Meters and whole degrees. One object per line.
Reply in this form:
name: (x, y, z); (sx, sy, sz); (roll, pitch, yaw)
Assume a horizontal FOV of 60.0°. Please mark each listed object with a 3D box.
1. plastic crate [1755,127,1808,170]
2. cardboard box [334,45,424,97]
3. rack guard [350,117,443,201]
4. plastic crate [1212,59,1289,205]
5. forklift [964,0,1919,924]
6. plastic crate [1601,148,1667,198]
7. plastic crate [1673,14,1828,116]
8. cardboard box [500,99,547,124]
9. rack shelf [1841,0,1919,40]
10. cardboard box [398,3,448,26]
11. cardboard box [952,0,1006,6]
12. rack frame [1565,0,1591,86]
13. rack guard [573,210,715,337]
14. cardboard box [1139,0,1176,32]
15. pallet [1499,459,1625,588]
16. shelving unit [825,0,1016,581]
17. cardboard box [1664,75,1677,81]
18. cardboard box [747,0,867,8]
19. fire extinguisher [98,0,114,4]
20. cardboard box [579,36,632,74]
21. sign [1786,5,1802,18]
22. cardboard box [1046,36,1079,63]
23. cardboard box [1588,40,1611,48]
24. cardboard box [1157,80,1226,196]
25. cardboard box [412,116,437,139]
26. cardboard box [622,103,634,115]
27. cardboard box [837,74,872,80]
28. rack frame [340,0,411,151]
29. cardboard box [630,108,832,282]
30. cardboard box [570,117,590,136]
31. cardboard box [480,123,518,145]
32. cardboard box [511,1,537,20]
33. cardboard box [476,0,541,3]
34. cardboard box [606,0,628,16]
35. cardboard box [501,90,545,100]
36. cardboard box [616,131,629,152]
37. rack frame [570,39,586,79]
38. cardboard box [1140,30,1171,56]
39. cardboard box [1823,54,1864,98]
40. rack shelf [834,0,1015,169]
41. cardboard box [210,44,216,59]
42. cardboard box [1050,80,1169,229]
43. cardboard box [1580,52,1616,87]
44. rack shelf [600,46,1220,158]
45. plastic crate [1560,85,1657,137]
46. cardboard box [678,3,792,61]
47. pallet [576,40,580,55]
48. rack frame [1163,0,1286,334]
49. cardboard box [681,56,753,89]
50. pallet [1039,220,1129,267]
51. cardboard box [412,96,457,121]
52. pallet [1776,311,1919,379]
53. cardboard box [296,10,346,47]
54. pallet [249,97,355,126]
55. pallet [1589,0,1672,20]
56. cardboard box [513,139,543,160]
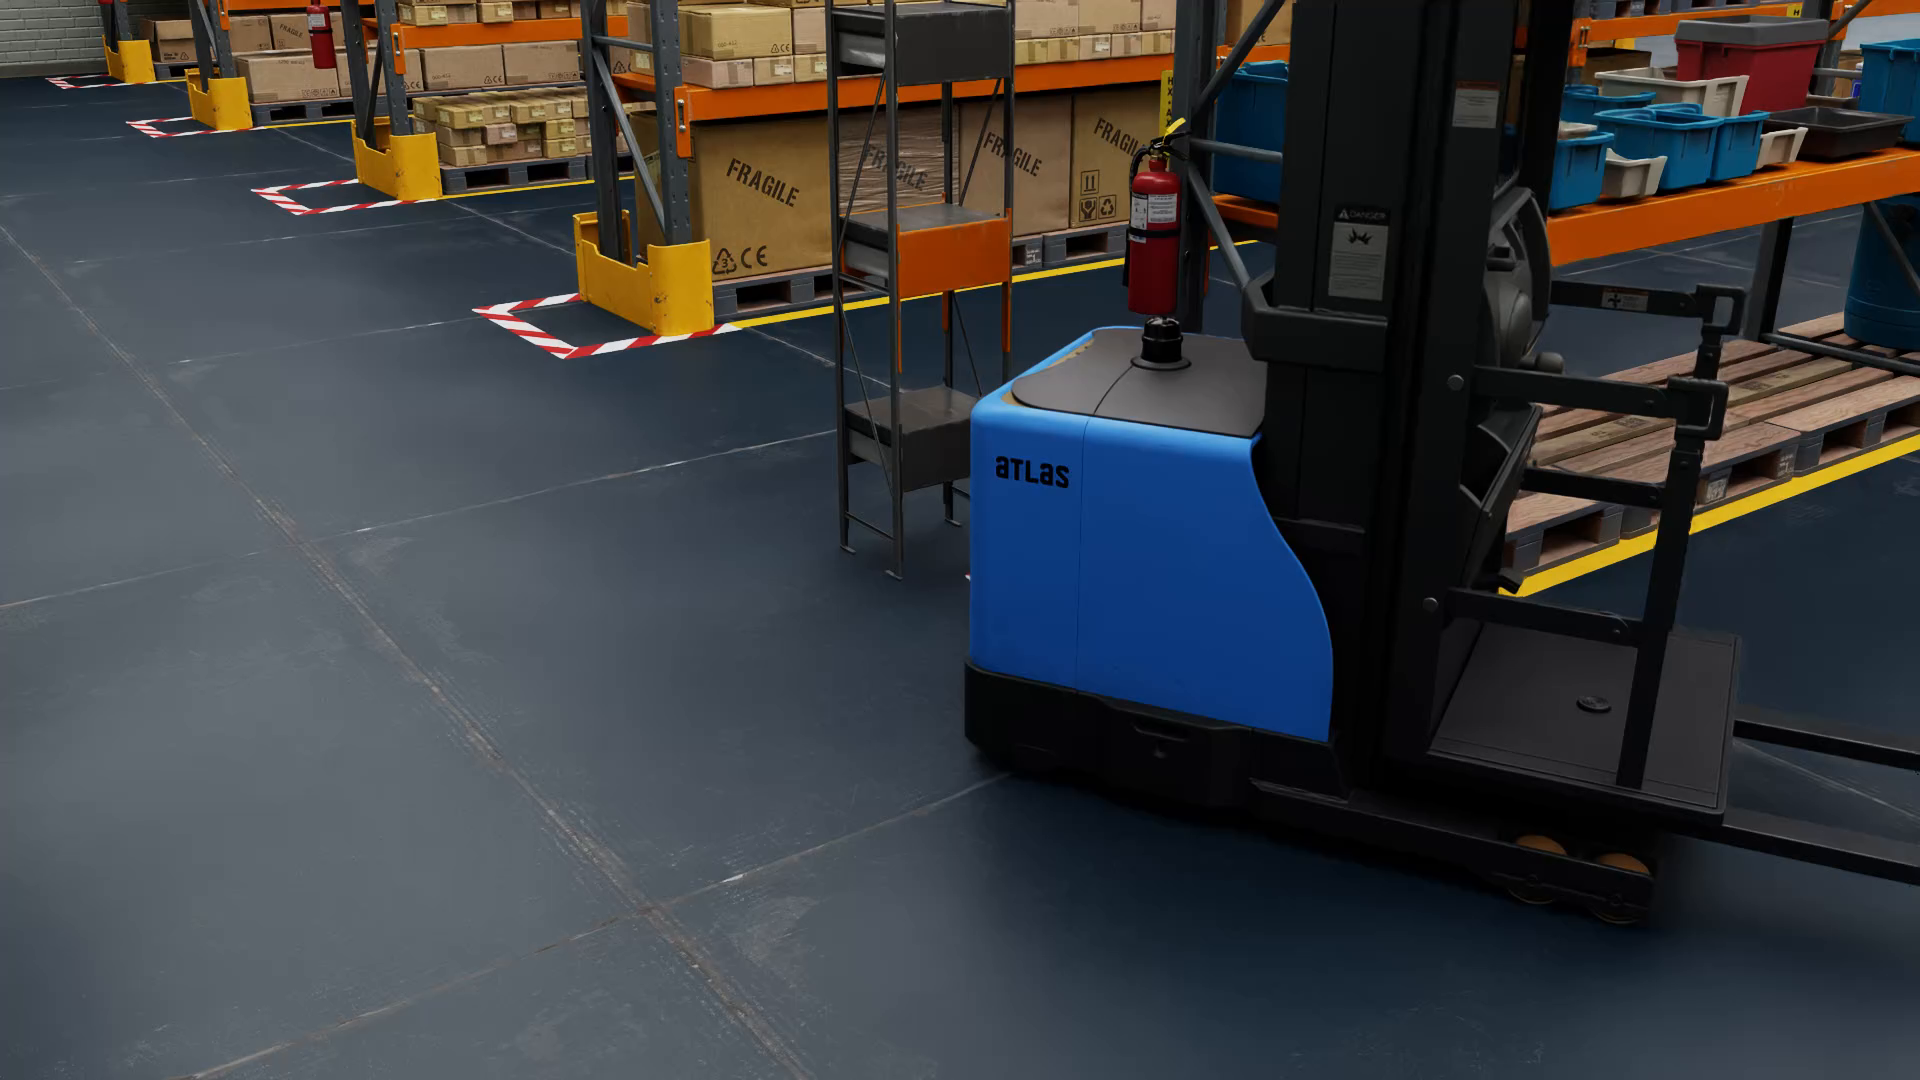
plastic crate: (3.079, -1.542, 6.488); (0.466, 0.136, 0.293); (-15, 26, -33)
cardboard box: (-6.395, -5.088, 17.990); (0.875, 0.438, 0.875); (-14, 26, -31)
rack guard: (-4.576, -3.098, 13.484); (0.348, 0.500, 1.175); (-15, 26, -33)
plastic crate: (1.232, -1.411, 5.756); (0.499, 0.435, 0.616); (-15, 26, -33)
forklift: (1.569, -0.651, 4.072); (3.031, 2.935, 1.130); (10, 24, 24)
plastic crate: (2.322, -1.289, 5.854); (0.298, 0.136, 0.250); (-15, 26, -33)
plastic crate: (3.445, -2.044, 7.303); (0.583, 0.464, 0.402); (-15, 26, -33)
cardboard box: (-3.581, -3.512, 13.629); (0.250, 0.149, 0.380); (-15, 26, -33)
rack shelf: (9.541, -5.424, 16.913); (4.000, 0.370, 1.077); (-15, 26, -33)
cardboard box: (-4.183, -4.097, 12.955); (0.250, 0.149, 0.380); (-15, 26, -33)
cardboard box: (-0.027, -3.156, 10.059); (0.500, 0.250, 0.500); (-16, 27, -34)
rack frame: (4.671, -4.460, 13.525); (0.127, 3.000, 1.000); (-15, 26, -33)
rack guard: (-1.843, -1.562, 9.636); (0.348, 0.500, 1.175); (-15, 26, -33)
cardboard box: (1.219, -3.488, 10.891); (0.500, 0.250, 0.500); (-15, 26, -34)
pallet: (1.762, -0.110, 6.386); (1.213, 0.211, 1.003); (-15, 26, -33)
shelving unit: (-0.134, -0.939, 5.917); (0.503, 2.100, 0.431); (-15, 26, -33)
cardboard box: (6.102, -3.903, 14.909); (0.500, 0.500, 0.700); (-12, 25, -28)
cardboard box: (-0.870, -3.276, 9.347); (0.500, 0.500, 0.500); (-16, 27, -34)
fire extinguisher: (-10.362, -6.822, 20.053); (0.183, 0.674, 0.296); (-15, 26, -33)
cardboard box: (-3.907, -5.942, 19.539); (0.875, 0.875, 0.875); (-14, 26, -31)
sign: (3.997, -2.398, 7.986); (0.005, 0.325, 0.100); (-15, 26, -33)
cardboard box: (0.533, -3.090, 10.431); (0.250, 0.149, 0.380); (-14, 26, -32)
cardboard box: (7.838, -6.747, 21.557); (0.875, 0.875, 0.875); (-15, 26, -33)
cardboard box: (1.932, -2.947, 12.034); (0.875, 0.875, 1.225); (-15, 26, -33)
cardboard box: (-4.376, -3.451, 13.877); (0.250, 0.149, 0.380); (-16, 27, -34)
cardboard box: (-2.957, -3.691, 14.077); (0.250, 0.149, 0.380); (-14, 26, -32)
cardboard box: (-0.716, -2.757, 9.598); (0.250, 0.149, 0.380); (-15, 26, -34)
rack frame: (-4.638, -4.242, 12.980); (0.127, 3.000, 1.000); (-15, 26, -33)
cardboard box: (-1.350, -2.099, 9.909); (0.875, 0.875, 0.875); (-15, 26, -33)
cardboard box: (-3.229, -3.518, 14.044); (0.250, 0.149, 0.380); (-16, 27, -35)
cardboard box: (-3.807, -3.330, 13.572); (0.250, 0.149, 0.380); (-15, 26, -33)
cardboard box: (-3.621, -4.304, 13.474); (0.250, 0.149, 0.380); (-14, 25, -30)
cardboard box: (-3.692, -4.564, 13.251); (0.500, 0.500, 0.500); (-15, 26, -33)
cardboard box: (-2.947, -4.450, 13.840); (0.250, 0.149, 0.380); (-14, 26, -31)
cardboard box: (-3.735, -3.749, 14.220); (0.250, 0.149, 0.380); (-16, 27, -35)
cardboard box: (-2.987, -3.401, 14.153); (0.250, 0.149, 0.380); (-16, 27, -35)
rack frame: (-4.364, -6.575, 18.827); (0.127, 3.000, 1.000); (-15, 26, -33)
cardboard box: (1.158, -3.257, 10.849); (0.250, 0.149, 0.380); (-14, 26, -32)
cardboard box: (8.726, -4.560, 16.583); (0.500, 0.500, 0.500); (-7, 23, -16)
rack shelf: (-0.134, -1.577, 5.663); (0.480, 0.518, 0.431); (-15, 26, -33)
cardboard box: (-9.593, -6.257, 21.309); (0.250, 0.149, 0.380); (-16, 27, -35)
cardboard box: (0.841, -2.683, 11.374); (0.875, 0.875, 0.875); (-15, 26, -33)
cardboard box: (5.197, -4.005, 14.154); (0.500, 0.250, 0.500); (-14, 26, -31)
rack shelf: (-0.200, -2.827, 10.404); (4.000, 0.370, 1.077); (-15, 26, -33)
plastic crate: (2.587, -1.710, 6.779); (0.300, 0.233, 0.416); (-15, 26, -33)
cardboard box: (-1.276, -2.819, 9.215); (0.500, 0.250, 0.500); (-16, 27, -34)
pallet: (-5.636, -7.226, 24.219); (1.213, 0.211, 1.003); (-15, 26, -33)
rack frame: (1.070, -1.238, 5.451); (0.127, 3.000, 1.000); (-15, 26, -33)
cardboard box: (-1.342, -2.589, 9.176); (0.250, 0.149, 0.380); (-15, 26, -32)
pallet: (0.761, -2.158, 11.519); (1.213, 0.211, 1.003); (-15, 26, -33)
cardboard box: (-4.356, -3.580, 13.798); (0.250, 0.149, 0.380); (-15, 26, -32)
pallet: (4.967, -0.963, 8.525); (1.213, 0.211, 1.003); (-15, 26, -33)
cardboard box: (-8.402, -6.738, 22.041); (0.500, 0.500, 0.700); (-16, 27, -35)
pallet: (-7.007, -4.611, 17.667); (1.213, 0.211, 1.003); (-15, 26, -33)
pallet: (5.187, -4.557, 14.027); (1.003, 0.211, 1.213); (-15, 26, -33)
cardboard box: (-3.663, -3.267, 13.817); (0.250, 0.149, 0.380); (-15, 26, -32)
